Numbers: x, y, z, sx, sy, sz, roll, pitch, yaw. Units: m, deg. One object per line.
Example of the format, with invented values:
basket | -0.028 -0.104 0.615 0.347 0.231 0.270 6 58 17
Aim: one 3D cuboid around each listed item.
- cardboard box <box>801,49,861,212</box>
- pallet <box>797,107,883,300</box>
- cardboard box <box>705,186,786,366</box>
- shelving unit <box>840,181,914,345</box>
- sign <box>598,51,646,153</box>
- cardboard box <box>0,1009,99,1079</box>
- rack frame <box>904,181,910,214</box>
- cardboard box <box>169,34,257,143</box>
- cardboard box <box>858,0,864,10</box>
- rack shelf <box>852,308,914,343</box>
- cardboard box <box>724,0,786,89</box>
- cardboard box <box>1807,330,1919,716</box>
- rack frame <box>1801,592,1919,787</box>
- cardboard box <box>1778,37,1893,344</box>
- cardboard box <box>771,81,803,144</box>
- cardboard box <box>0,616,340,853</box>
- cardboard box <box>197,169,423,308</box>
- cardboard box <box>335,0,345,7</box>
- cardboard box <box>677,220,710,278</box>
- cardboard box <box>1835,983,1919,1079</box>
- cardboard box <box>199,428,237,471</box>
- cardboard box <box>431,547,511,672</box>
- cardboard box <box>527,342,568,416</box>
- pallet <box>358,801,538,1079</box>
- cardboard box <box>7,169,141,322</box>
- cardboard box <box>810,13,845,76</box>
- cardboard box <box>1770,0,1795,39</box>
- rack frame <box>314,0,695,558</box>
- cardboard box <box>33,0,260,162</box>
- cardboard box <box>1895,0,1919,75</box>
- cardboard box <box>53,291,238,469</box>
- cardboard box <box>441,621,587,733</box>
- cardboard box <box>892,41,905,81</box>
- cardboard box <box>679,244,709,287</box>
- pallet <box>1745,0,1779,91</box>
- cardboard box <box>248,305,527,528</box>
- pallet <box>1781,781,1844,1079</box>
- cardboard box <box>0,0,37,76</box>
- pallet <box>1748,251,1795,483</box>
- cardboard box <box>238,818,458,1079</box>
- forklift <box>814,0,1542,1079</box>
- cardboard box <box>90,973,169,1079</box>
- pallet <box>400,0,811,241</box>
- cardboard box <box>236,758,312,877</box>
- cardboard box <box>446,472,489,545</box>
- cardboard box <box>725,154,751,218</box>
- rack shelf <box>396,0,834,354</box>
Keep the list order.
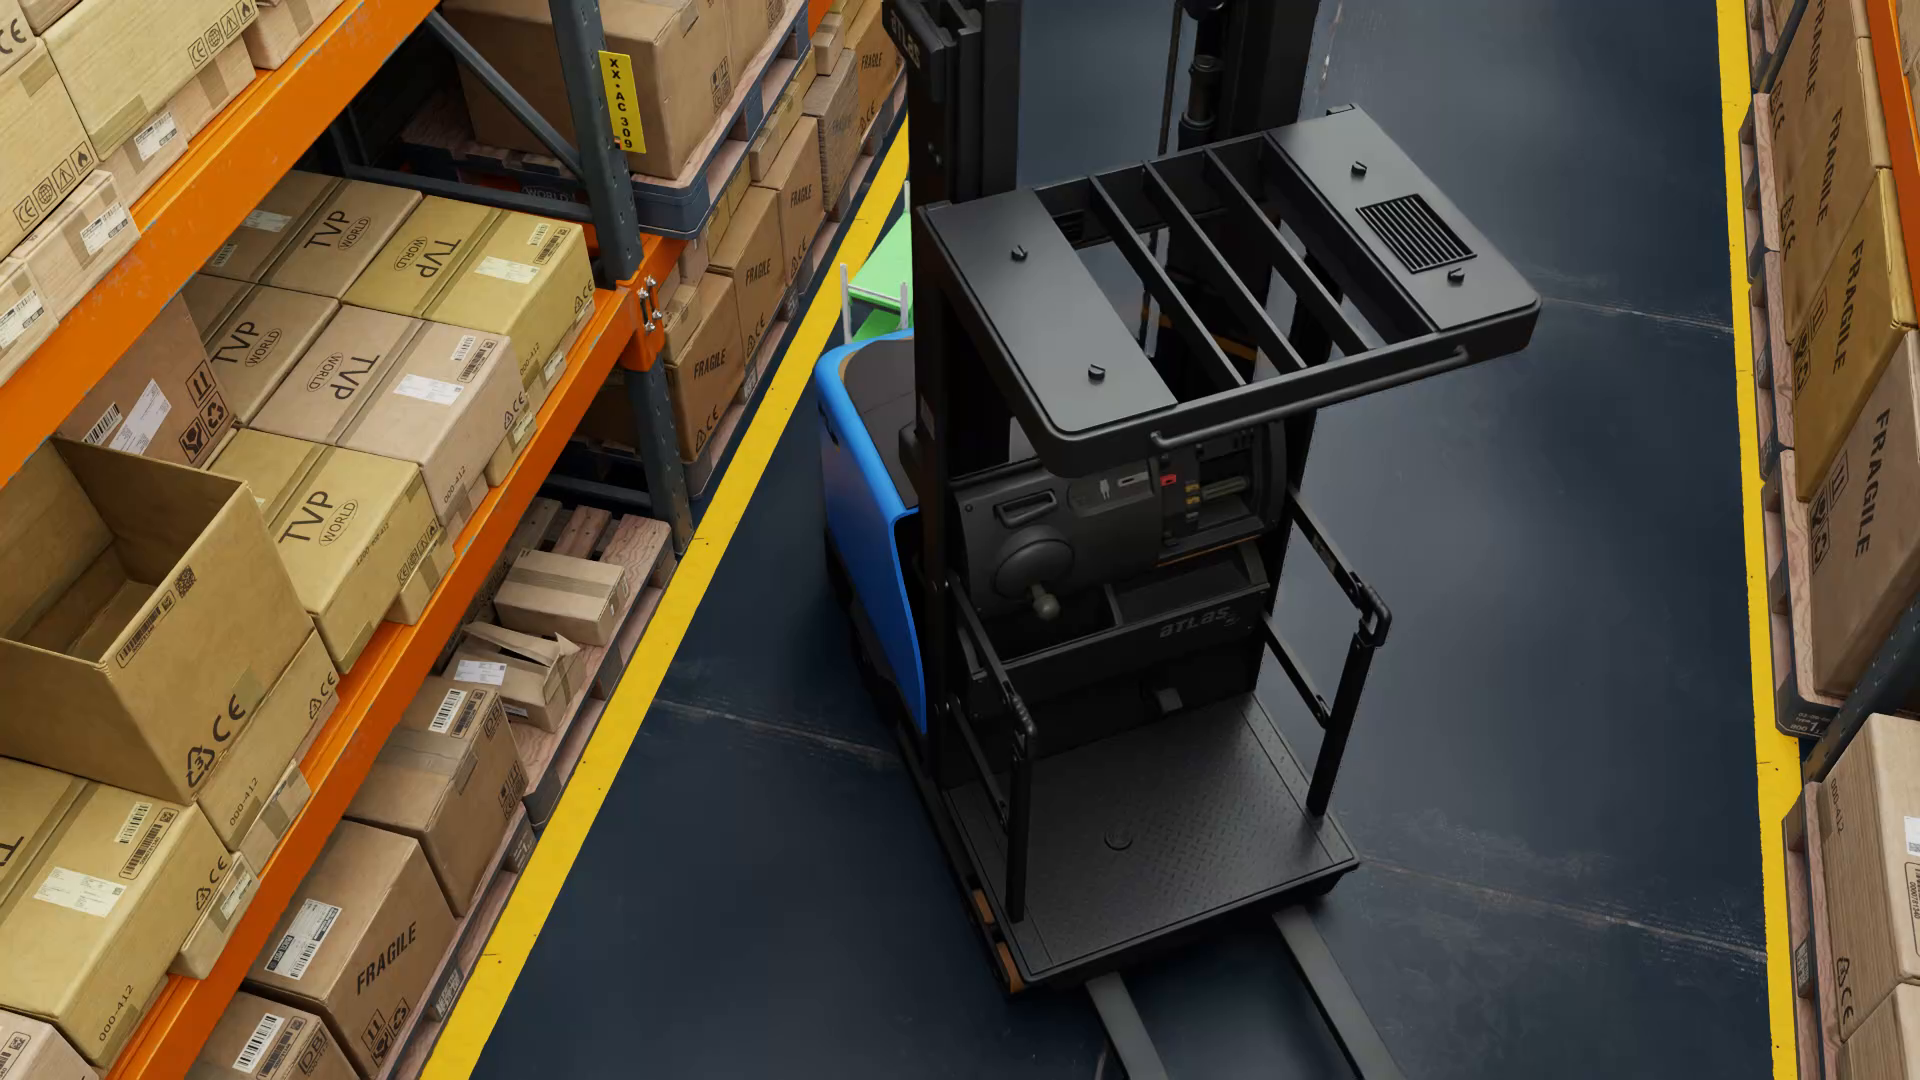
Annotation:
cardboard box | -0.745 -1.809 7.233 0.500 0.500 0.500 10 49 9
pallet | -1.002 -1.629 7.547 1.003 0.211 1.213 12 50 10
cardboard box | -1.023 -1.075 6.586 0.500 0.500 0.500 11 49 10
shelving unit | -0.181 -0.635 6.011 0.258 1.200 0.503 19 51 16
sign | -0.973 -1.256 4.780 0.100 0.325 0.005 12 50 10
cardboard box | -2.039 1.134 3.150 0.500 0.250 0.500 12 50 10
rack frame | -0.081 -0.802 6.158 0.240 1.200 0.015 19 51 16
cardboard box | -1.622 -0.929 3.236 0.380 0.149 0.250 13 50 11
cardboard box | -0.598 -2.516 7.425 0.380 0.149 0.250 13 50 11
rack shelf | -0.181 -0.752 5.879 0.258 0.148 0.480 19 51 16
cardboard box | -1.019 -1.923 5.600 0.700 0.500 0.500 12 50 10
cardboard box | 3.377 0.006 5.381 0.875 0.875 0.875 13 50 11
rack frame | 3.291 -0.094 4.332 1.000 3.000 0.127 12 50 10
cardboard box | 3.843 -1.296 6.530 0.875 0.875 0.875 12 50 10
cardboard box | -0.864 -1.761 6.758 0.380 0.149 0.250 13 50 11
cardboard box | -1.795 0.392 3.805 0.500 0.250 0.500 10 49 9
cardboard box | -1.889 -0.815 4.870 0.500 0.250 0.500 11 50 10
cardboard box | -1.455 -1.293 3.558 0.380 0.149 0.250 13 50 11
cardboard box | -1.125 -1.100 5.977 0.380 0.149 0.250 9 49 8
cardboard box | 2.787 1.695 4.182 0.875 0.438 0.875 10 49 9
cardboard box | -2.152 -0.078 4.220 0.500 0.250 0.500 13 50 11
cardboard box | -1.900 0.111 5.665 0.500 0.311 0.500 13 50 11
cardboard box | -1.386 -0.515 4.871 0.380 0.149 0.250 13 50 11
pallet | -1.999 1.234 5.021 1.003 0.211 1.213 12 50 10
cardboard box | -1.685 -0.543 2.895 0.380 0.149 0.250 12 50 11
cardboard box | -0.707 -2.130 7.084 0.380 0.149 0.250 9 49 8
cardboard box | 4.502 -2.664 8.073 0.950 0.372 0.625 9 49 7
rack frame | -1.498 -1.071 5.195 1.000 3.000 0.127 12 50 10
cardboard box | -1.656 -0.968 3.004 0.500 0.250 0.500 13 50 11
cardboard box | 3.711 -1.880 6.009 0.500 0.250 0.500 13 50 11
cardboard box | -2.147 -0.343 3.954 0.500 0.500 0.500 10 49 9
cardboard box | -1.456 0.414 5.427 0.396 0.266 0.258 13 50 11
cardboard box | -0.491 -2.568 7.903 0.500 0.500 0.500 11 49 9
cardboard box | -1.149 -1.020 6.104 0.380 0.149 0.250 10 49 9
pallet | 4.551 -2.630 8.430 1.003 0.211 1.213 12 50 10
cardboard box | -1.515 -0.338 4.449 0.500 0.250 0.500 12 50 10
pallet | 3.016 1.363 4.906 1.003 0.211 1.213 12 50 10
cardboard box | -1.797 -0.757 2.485 0.500 0.250 0.500 13 50 11
pallet | 3.741 -0.630 6.665 1.003 0.211 1.213 12 50 10
cardboard box | -1.801 1.113 4.654 0.500 0.500 0.500 12 50 11
forklift | 0.520 0.034 4.265 1.130 2.935 3.031 -16 51 -14
cardboard box | -1.952 0.968 3.563 0.380 0.149 0.250 12 50 11
pallet | -1.183 -1.564 5.758 1.003 0.211 1.213 12 50 10
cardboard box | -1.763 0.605 3.883 0.380 0.149 0.250 13 50 11
cardboard box | -1.527 -0.138 4.538 0.380 0.149 0.250 13 50 11
cardboard box | -1.034 -1.409 6.447 0.380 0.149 0.250 11 49 9
rack shelf | -0.972 -2.280 6.741 1.077 0.370 4.000 12 50 10
